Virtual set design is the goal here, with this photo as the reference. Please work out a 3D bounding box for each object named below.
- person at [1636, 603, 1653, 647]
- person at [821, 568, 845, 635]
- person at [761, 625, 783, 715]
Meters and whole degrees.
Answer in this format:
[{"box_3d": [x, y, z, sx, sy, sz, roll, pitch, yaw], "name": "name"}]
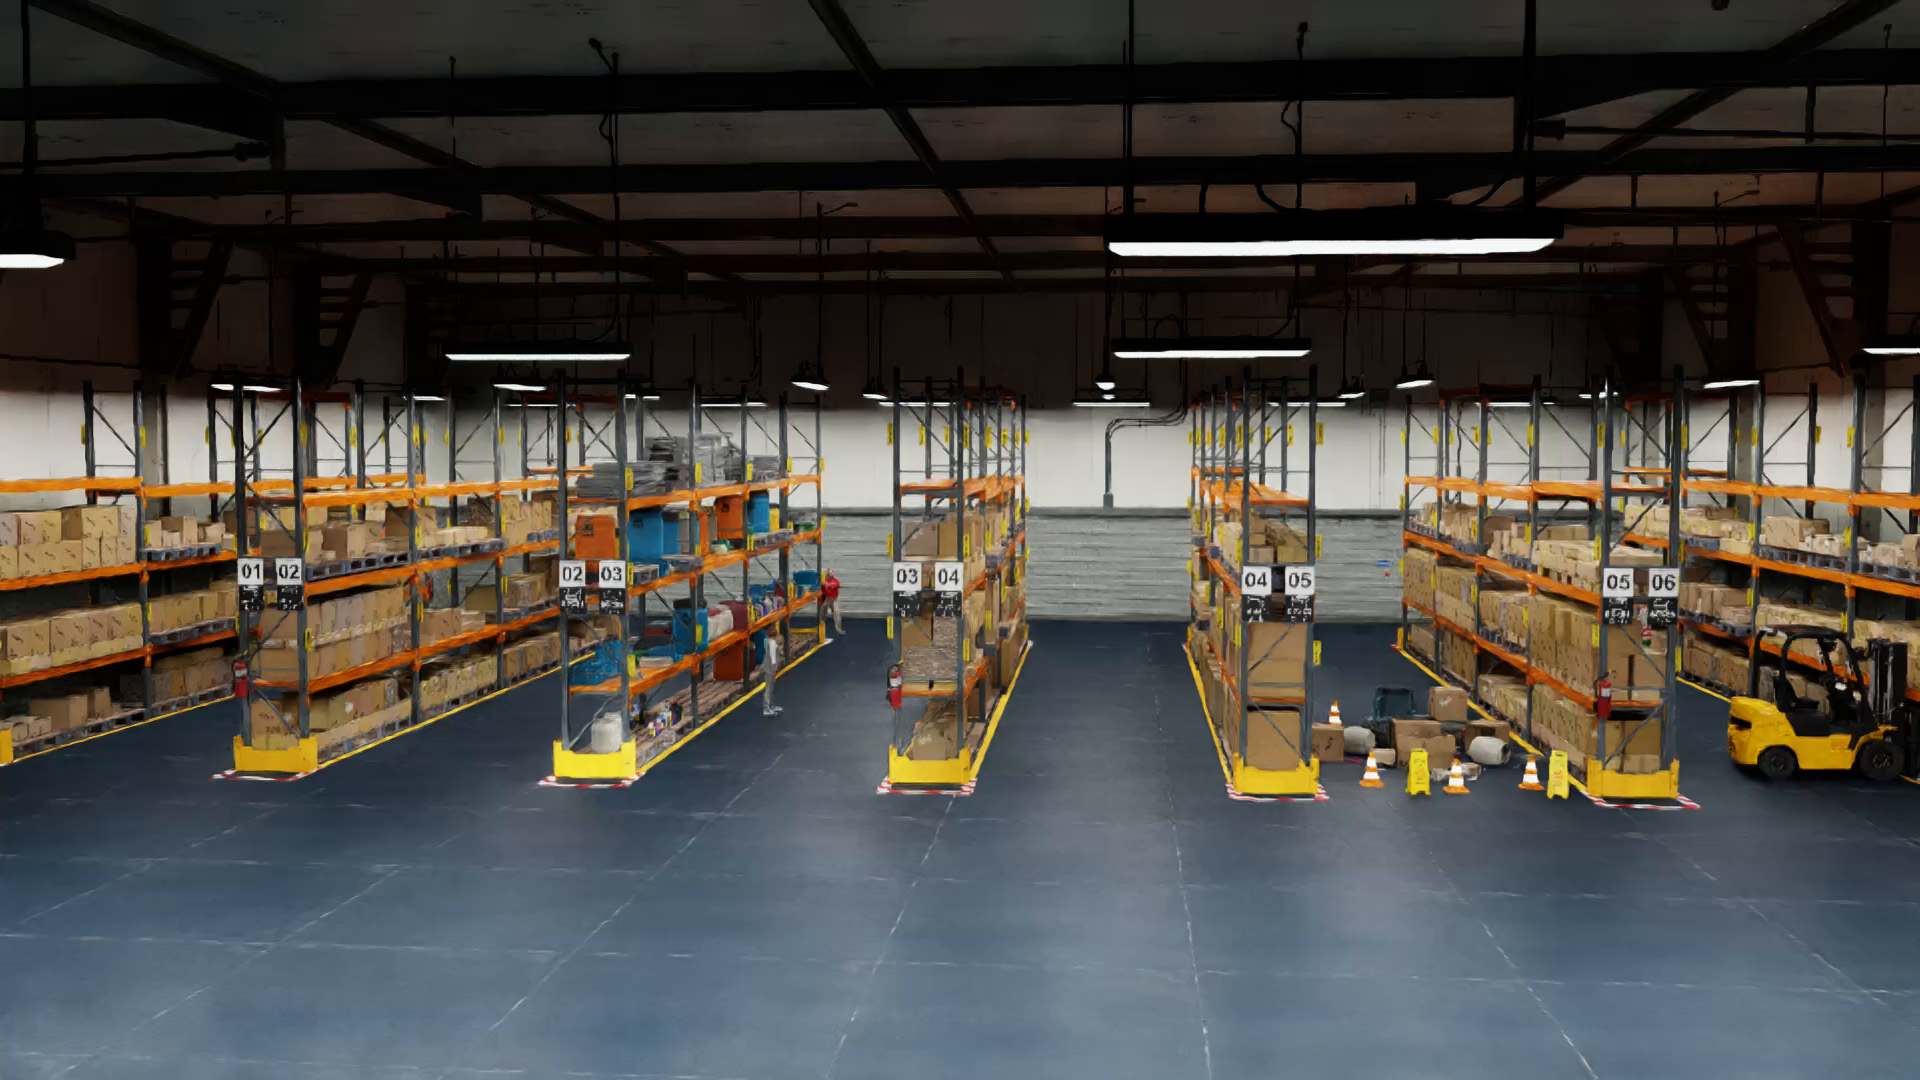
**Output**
[{"box_3d": [13.800, 2.003, 33.719, 0.588, 1.785, 0.667, 2, 4, 24], "name": "person"}, {"box_3d": [-3.316, 1.542, 42.025, 0.617, 1.691, 0.952, -1, 4, -21], "name": "person"}, {"box_3d": [-3.372, 2.327, 29.939, 0.423, 1.599, 0.499, -1, 4, -20], "name": "person"}]
